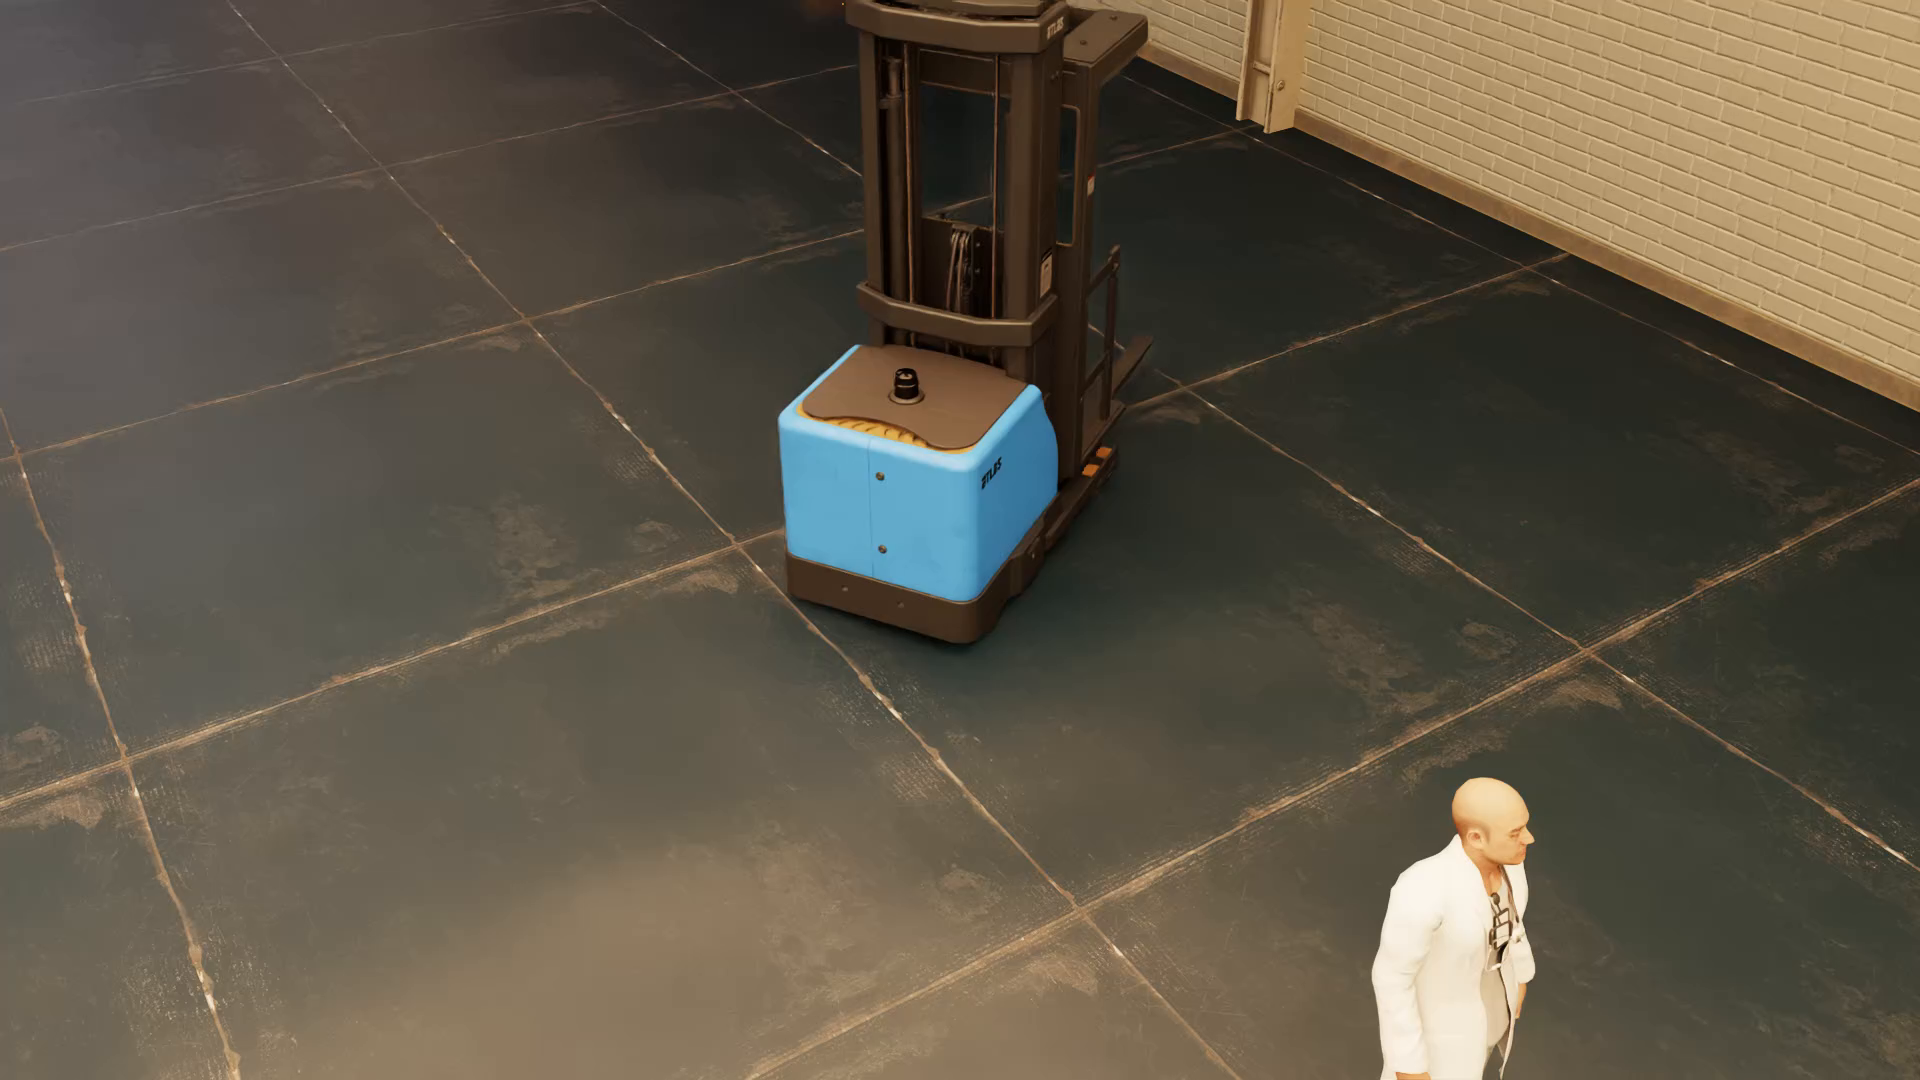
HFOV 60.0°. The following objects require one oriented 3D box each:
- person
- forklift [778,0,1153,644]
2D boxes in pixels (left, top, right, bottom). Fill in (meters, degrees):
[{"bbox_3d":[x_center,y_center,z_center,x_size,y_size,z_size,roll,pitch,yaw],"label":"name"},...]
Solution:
[{"bbox_3d":[1.564,1.496,5.010,0.694,1.775,0.581,-28,43,-33],"label":"person"},{"bbox_3d":[0.224,-1.545,8.346,1.130,2.935,3.031,15,38,20],"label":"forklift"}]
